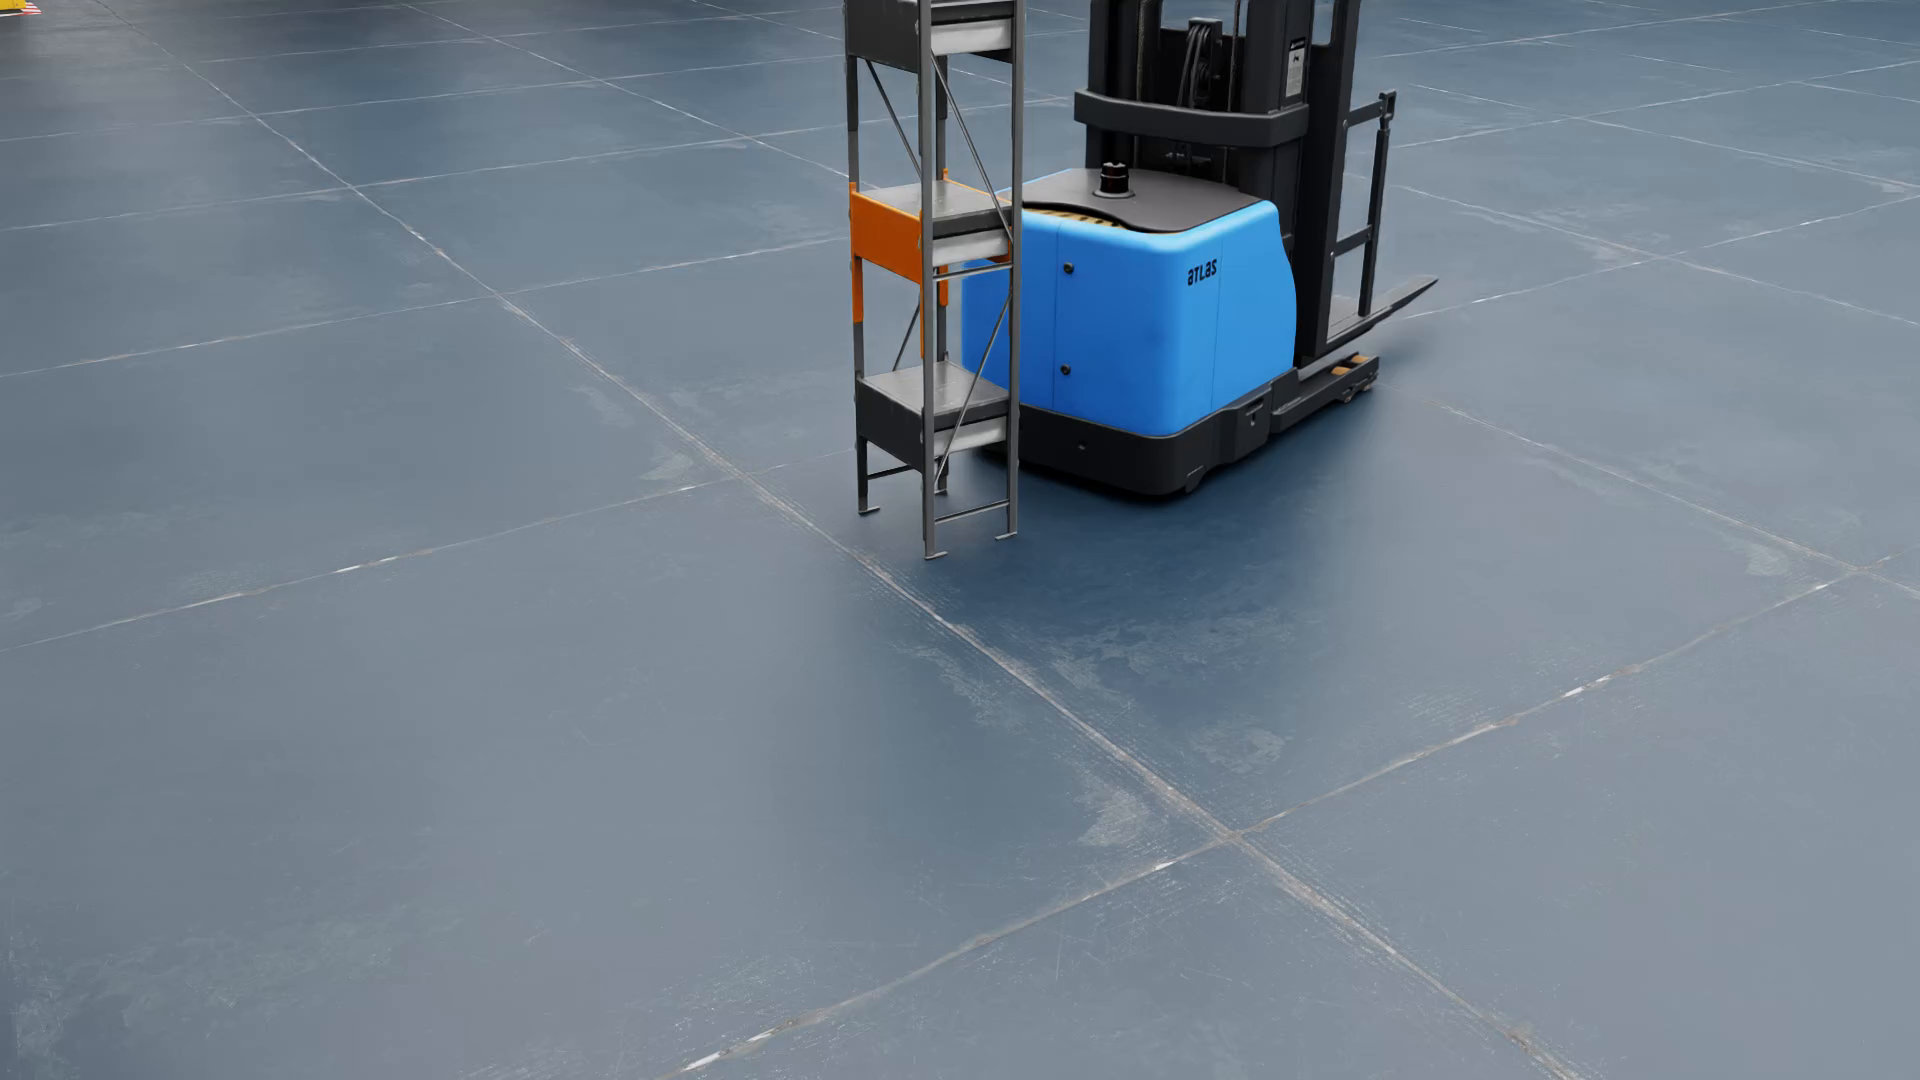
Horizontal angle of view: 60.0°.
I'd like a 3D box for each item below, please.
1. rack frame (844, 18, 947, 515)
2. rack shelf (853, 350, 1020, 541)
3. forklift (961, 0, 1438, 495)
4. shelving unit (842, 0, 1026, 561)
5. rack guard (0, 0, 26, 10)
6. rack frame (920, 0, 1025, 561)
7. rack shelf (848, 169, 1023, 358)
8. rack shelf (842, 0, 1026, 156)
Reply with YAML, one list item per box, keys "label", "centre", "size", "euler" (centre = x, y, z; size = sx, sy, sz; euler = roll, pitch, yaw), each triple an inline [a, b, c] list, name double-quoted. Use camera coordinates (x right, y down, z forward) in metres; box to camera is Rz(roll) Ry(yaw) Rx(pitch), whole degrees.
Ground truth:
- label: "rack frame"
  centre: [-0.224, -1.096, 6.112]
  size: [0.400, 2.100, 0.015]
  euler: [-16, 29, -30]
- label: "rack shelf"
  centre: [-0.090, -0.363, 6.232]
  size: [0.431, 0.518, 0.480]
  euler: [-16, 29, -30]
- label: "forklift"
  centre: [1.288, -2.063, 7.187]
  size: [1.130, 2.935, 3.031]
  euler: [18, 31, 34]
- label: "shelving unit"
  centre: [-0.090, -1.009, 5.927]
  size: [0.431, 2.100, 0.503]
  euler: [-16, 29, -30]
- label: "rack guard"
  centre: [-11.465, -6.355, 19.126]
  size: [1.175, 0.500, 0.348]
  euler: [-16, 29, -30]
- label: "rack frame"
  centre: [0.043, -0.921, 5.742]
  size: [0.400, 2.100, 0.015]
  euler: [-16, 29, -30]
- label: "rack shelf"
  centre: [-0.090, -0.996, 5.933]
  size: [0.431, 0.518, 0.480]
  euler: [-16, 29, -30]
- label: "rack shelf"
  centre: [-0.090, -1.629, 5.634]
  size: [0.431, 0.518, 0.480]
  euler: [-16, 29, -30]
